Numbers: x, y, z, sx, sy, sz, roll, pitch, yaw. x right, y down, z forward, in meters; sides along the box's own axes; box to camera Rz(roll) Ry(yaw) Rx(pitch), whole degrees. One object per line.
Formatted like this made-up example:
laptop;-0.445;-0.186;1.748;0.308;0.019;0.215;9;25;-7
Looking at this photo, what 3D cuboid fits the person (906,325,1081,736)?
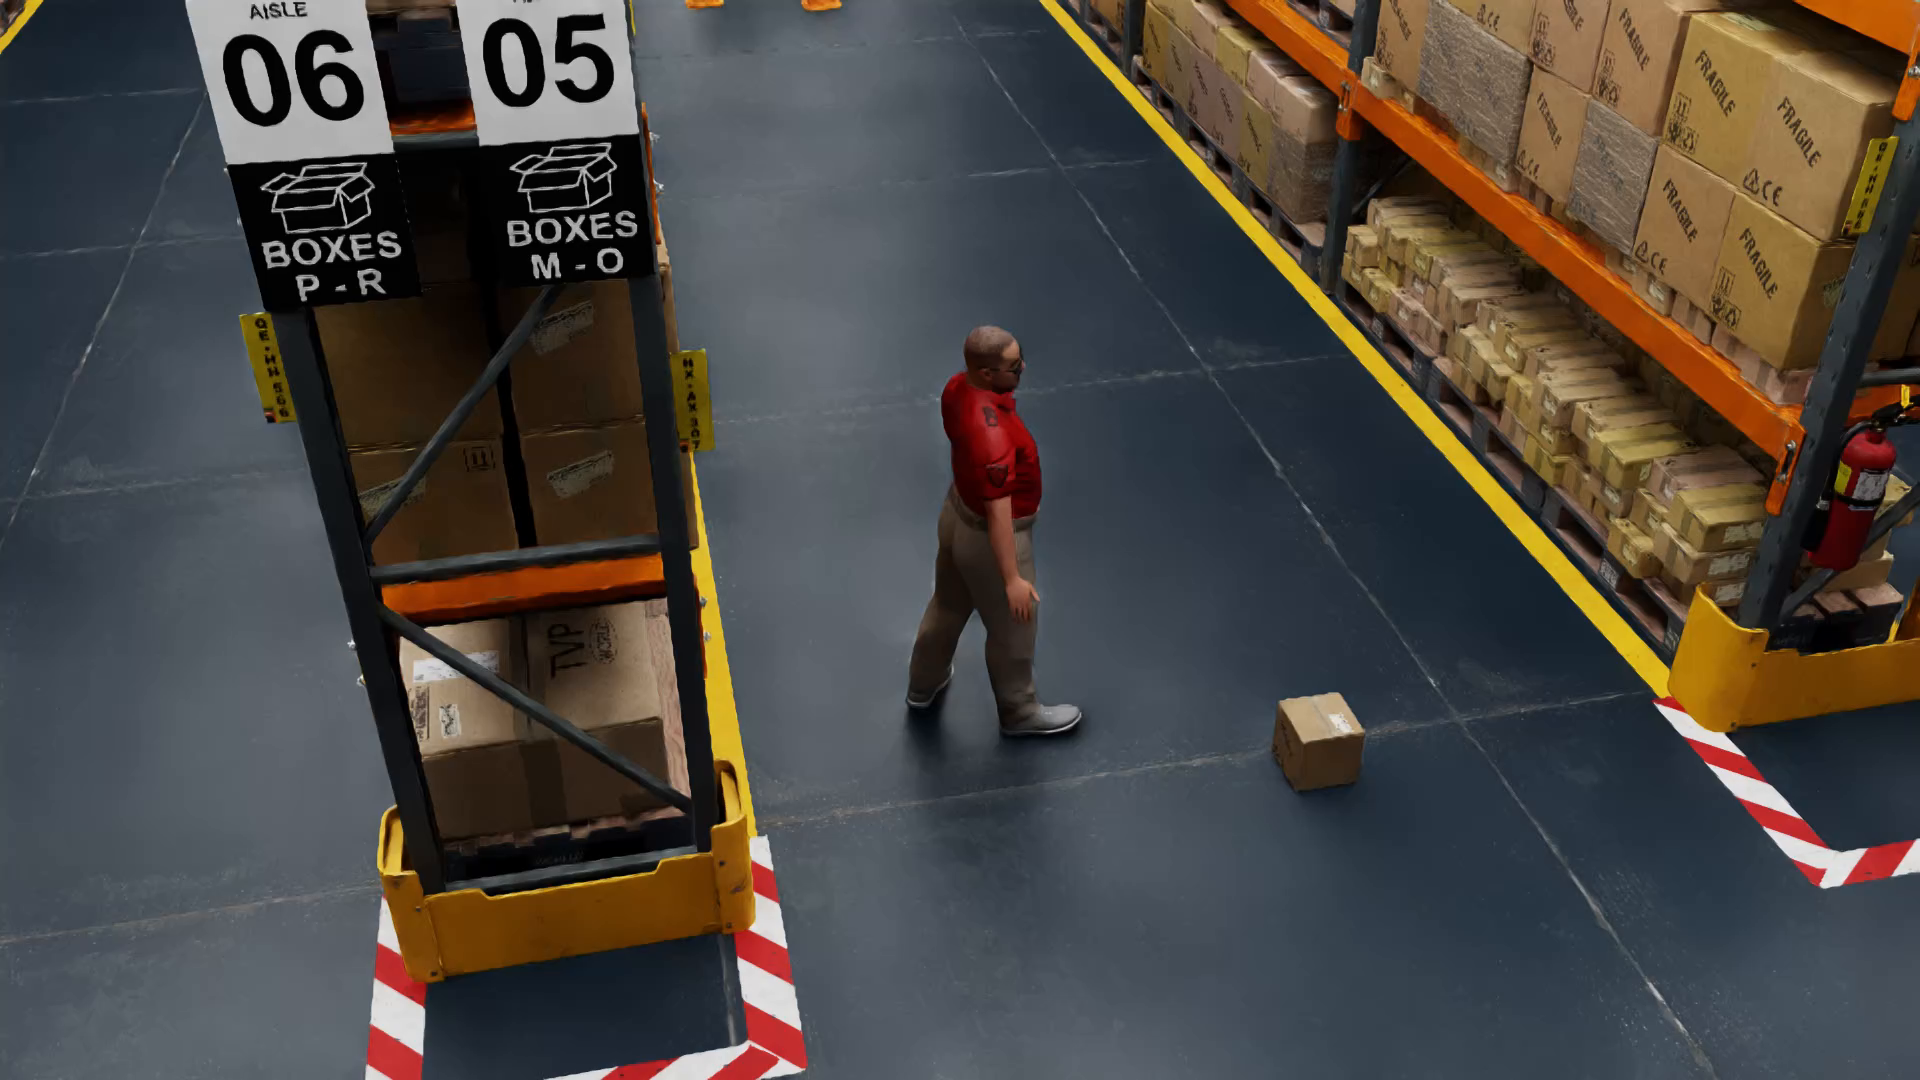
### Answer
person;0.138;-0.007;6.151;0.631;1.716;0.756;-11;36;-15
